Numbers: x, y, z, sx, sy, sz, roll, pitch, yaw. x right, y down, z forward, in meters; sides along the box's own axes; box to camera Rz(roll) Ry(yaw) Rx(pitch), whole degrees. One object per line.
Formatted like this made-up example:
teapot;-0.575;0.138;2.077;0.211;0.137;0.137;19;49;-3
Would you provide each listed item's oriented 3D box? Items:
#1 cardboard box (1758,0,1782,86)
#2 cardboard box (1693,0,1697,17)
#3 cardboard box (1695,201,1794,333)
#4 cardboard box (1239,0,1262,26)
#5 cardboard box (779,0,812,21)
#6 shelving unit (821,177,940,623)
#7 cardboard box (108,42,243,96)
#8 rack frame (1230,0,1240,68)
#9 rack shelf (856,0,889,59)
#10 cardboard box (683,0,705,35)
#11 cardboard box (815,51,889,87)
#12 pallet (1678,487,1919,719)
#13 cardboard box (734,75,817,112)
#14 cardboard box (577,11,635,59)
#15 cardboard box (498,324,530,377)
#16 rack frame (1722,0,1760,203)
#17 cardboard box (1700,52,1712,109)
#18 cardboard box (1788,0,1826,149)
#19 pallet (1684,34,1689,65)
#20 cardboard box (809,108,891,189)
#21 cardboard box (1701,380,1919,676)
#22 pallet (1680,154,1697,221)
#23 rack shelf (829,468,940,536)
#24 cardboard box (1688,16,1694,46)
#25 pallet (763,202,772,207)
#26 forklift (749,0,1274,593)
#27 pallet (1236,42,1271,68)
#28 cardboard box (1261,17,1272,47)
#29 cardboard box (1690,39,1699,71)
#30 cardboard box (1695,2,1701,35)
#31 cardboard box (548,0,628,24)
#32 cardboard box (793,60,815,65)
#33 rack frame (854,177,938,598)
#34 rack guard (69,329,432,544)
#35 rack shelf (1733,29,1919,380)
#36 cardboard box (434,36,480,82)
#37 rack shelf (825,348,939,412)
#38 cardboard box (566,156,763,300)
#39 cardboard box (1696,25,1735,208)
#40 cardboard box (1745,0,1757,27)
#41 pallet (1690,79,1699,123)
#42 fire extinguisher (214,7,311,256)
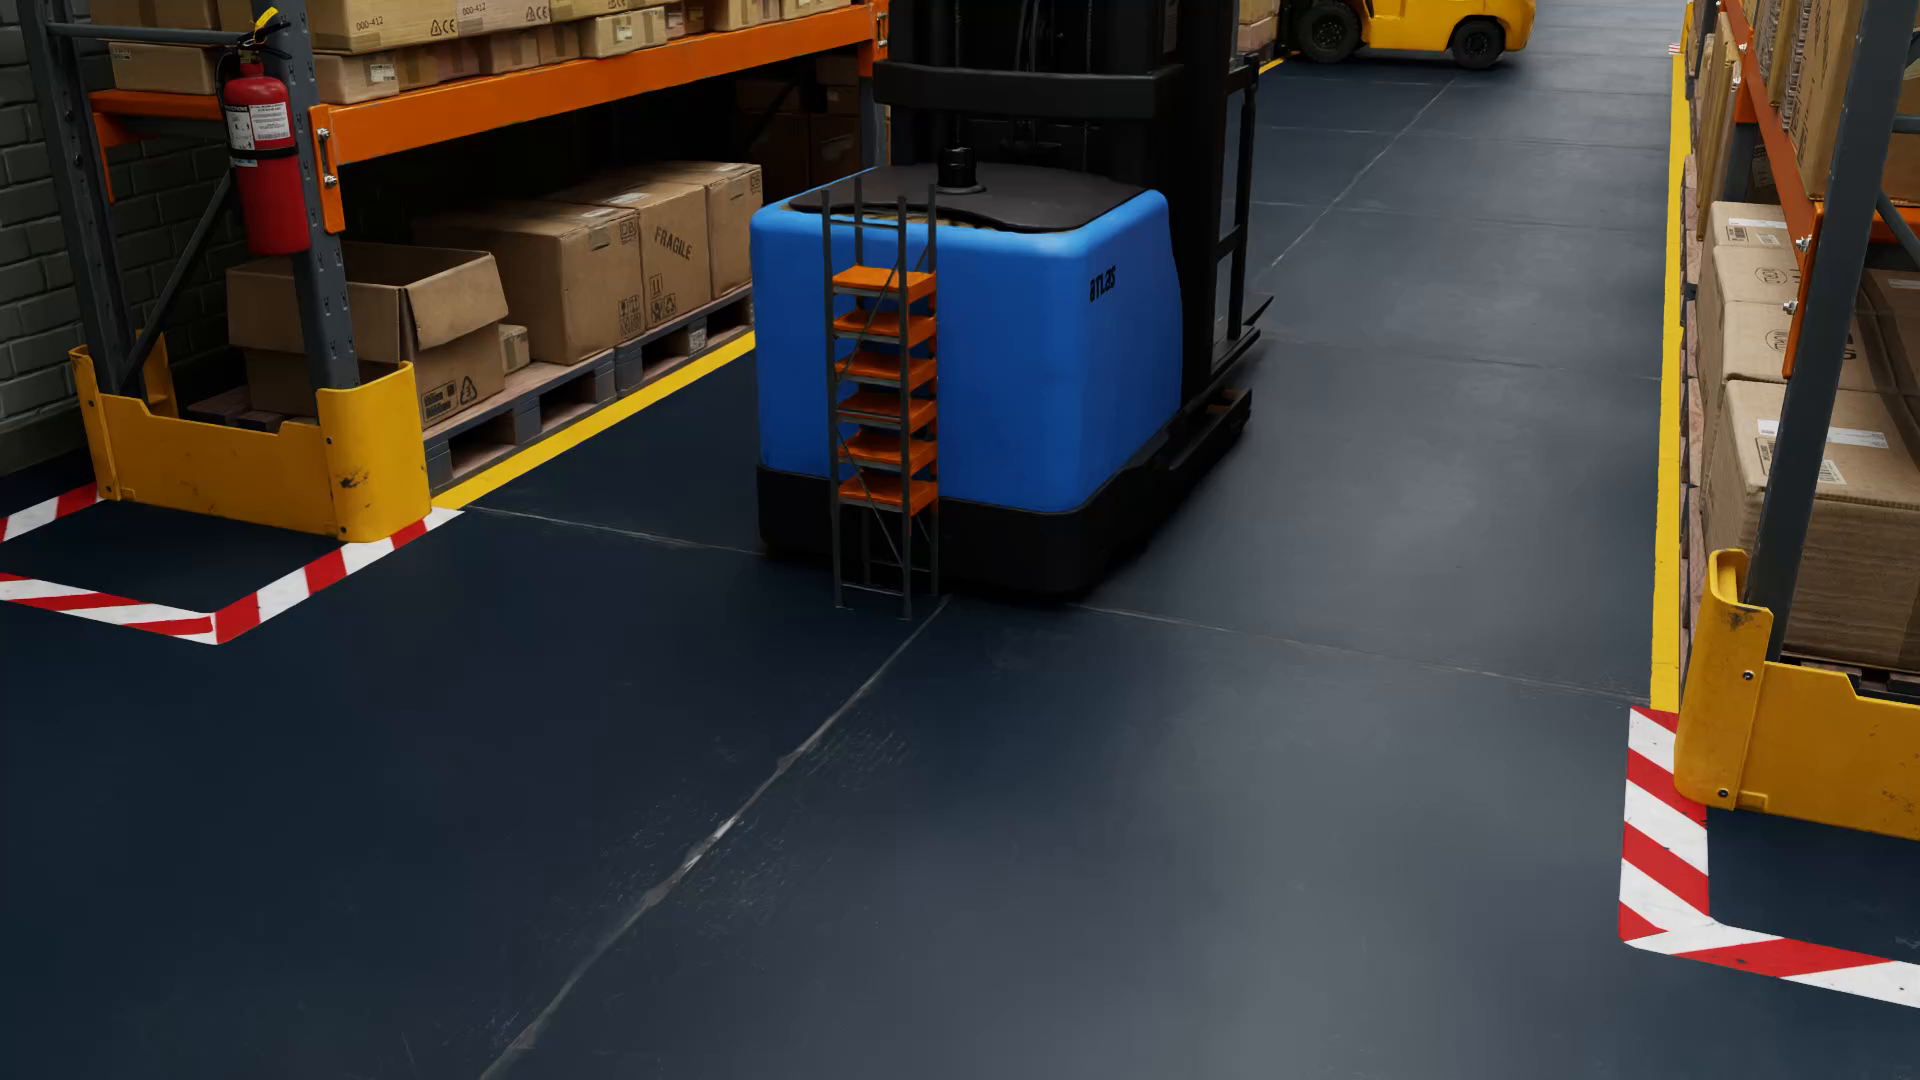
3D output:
cardboard box;2.944;-1.764;5.452;0.500;0.500;0.500;9;24;20
cardboard box;7.446;-5.325;16.156;0.500;0.500;0.500;8;24;18
cardboard box;3.410;-1.007;6.549;0.875;0.438;0.875;8;24;19
cardboard box;2.571;-5.062;15.850;0.500;0.250;0.500;9;24;20
cardboard box;-0.901;-2.455;7.562;0.380;0.149;0.250;9;24;21
shelving unit;-0.212;-0.371;4.582;0.258;1.200;0.189;10;25;22
cardboard box;-2.479;-1.524;5.333;0.380;0.149;0.250;8;24;19
rack frame;2.105;-5.777;15.189;1.000;3.000;0.127;9;24;20
rack shelf;-0.124;-3.298;10.187;1.077;0.370;4.000;9;24;20
cardboard box;-1.292;-2.194;6.936;0.380;0.149;0.250;9;24;21
cardboard box;-0.543;-2.490;8.791;0.380;0.149;0.250;8;24;19
pallet;2.482;0.216;4.460;1.003;0.211;1.213;9;24;20
cardboard box;-0.998;-2.427;9.025;0.380;0.149;0.250;8;24;18
cardboard box;-1.451;-1.899;6.231;0.380;0.149;0.250;8;24;19
cardboard box;-1.843;-0.713;6.219;0.380;0.149;0.250;8;24;18
rack frame;3.743;-2.205;6.637;1.000;3.000;0.127;9;24;20
cardboard box;6.002;-3.354;12.253;0.950;0.372;0.625;10;25;22
cardboard box;2.391;-1.208;4.120;0.500;0.500;0.500;8;24;19
pallet;7.838;-4.900;16.706;1.003;0.211;1.213;9;24;20
cardboard box;-0.478;-2.096;9.073;0.500;0.500;0.500;10;25;22
cardboard box;2.410;-0.036;4.223;0.875;0.438;0.875;8;24;18
pallet;4.866;-2.078;9.952;1.003;0.211;1.213;9;24;20
rack shelf;-0.212;-0.109;4.692;0.258;0.103;0.180;10;25;22
cardboard box;7.448;-4.994;16.336;0.500;0.250;0.500;10;25;22
pallet;-0.600;-1.924;9.582;1.003;0.211;1.213;9;24;20
forklift;0.442;-1.738;5.608;1.130;2.935;3.031;10;25;22
pallet;2.439;-4.769;16.393;1.003;0.211;1.213;9;24;20
cardboard box;2.766;-5.012;16.379;0.500;0.250;0.500;8;24;19
cardboard box;6.685;-4.243;14.538;0.500;0.250;0.500;10;25;22
cardboard box;6.873;-4.771;14.831;0.500;0.500;0.500;9;24;21
cardboard box;-1.562;-2.037;6.044;0.500;0.250;0.500;8;24;19
cardboard box;-0.752;-2.705;9.692;0.380;0.149;0.250;8;24;17
rack frame;-0.175;-0.403;4.659;0.240;1.200;0.006;10;25;22
rack guard;-2.324;-0.357;5.455;1.175;0.500;0.348;9;24;20
rack shelf;3.000;-1.157;5.062;1.077;0.370;4.000;9;24;20
cardboard box;-1.859;-1.642;5.615;0.380;0.149;0.250;8;24;19
rack shelf;-0.212;-0.441;4.553;0.258;0.103;0.180;10;25;22
cardboard box;-1.298;-1.400;7.409;0.700;0.500;0.500;8;24;18
cardboard box;4.560;-2.296;9.067;0.875;0.875;0.875;9;24;21
cardboard box;3.676;-2.332;7.137;0.500;0.250;0.500;8;24;19
pallet;6.427;-3.502;13.361;1.003;0.211;1.213;9;24;20
fire extinguisher;-1.978;-1.156;4.711;0.296;0.674;0.183;9;24;20
